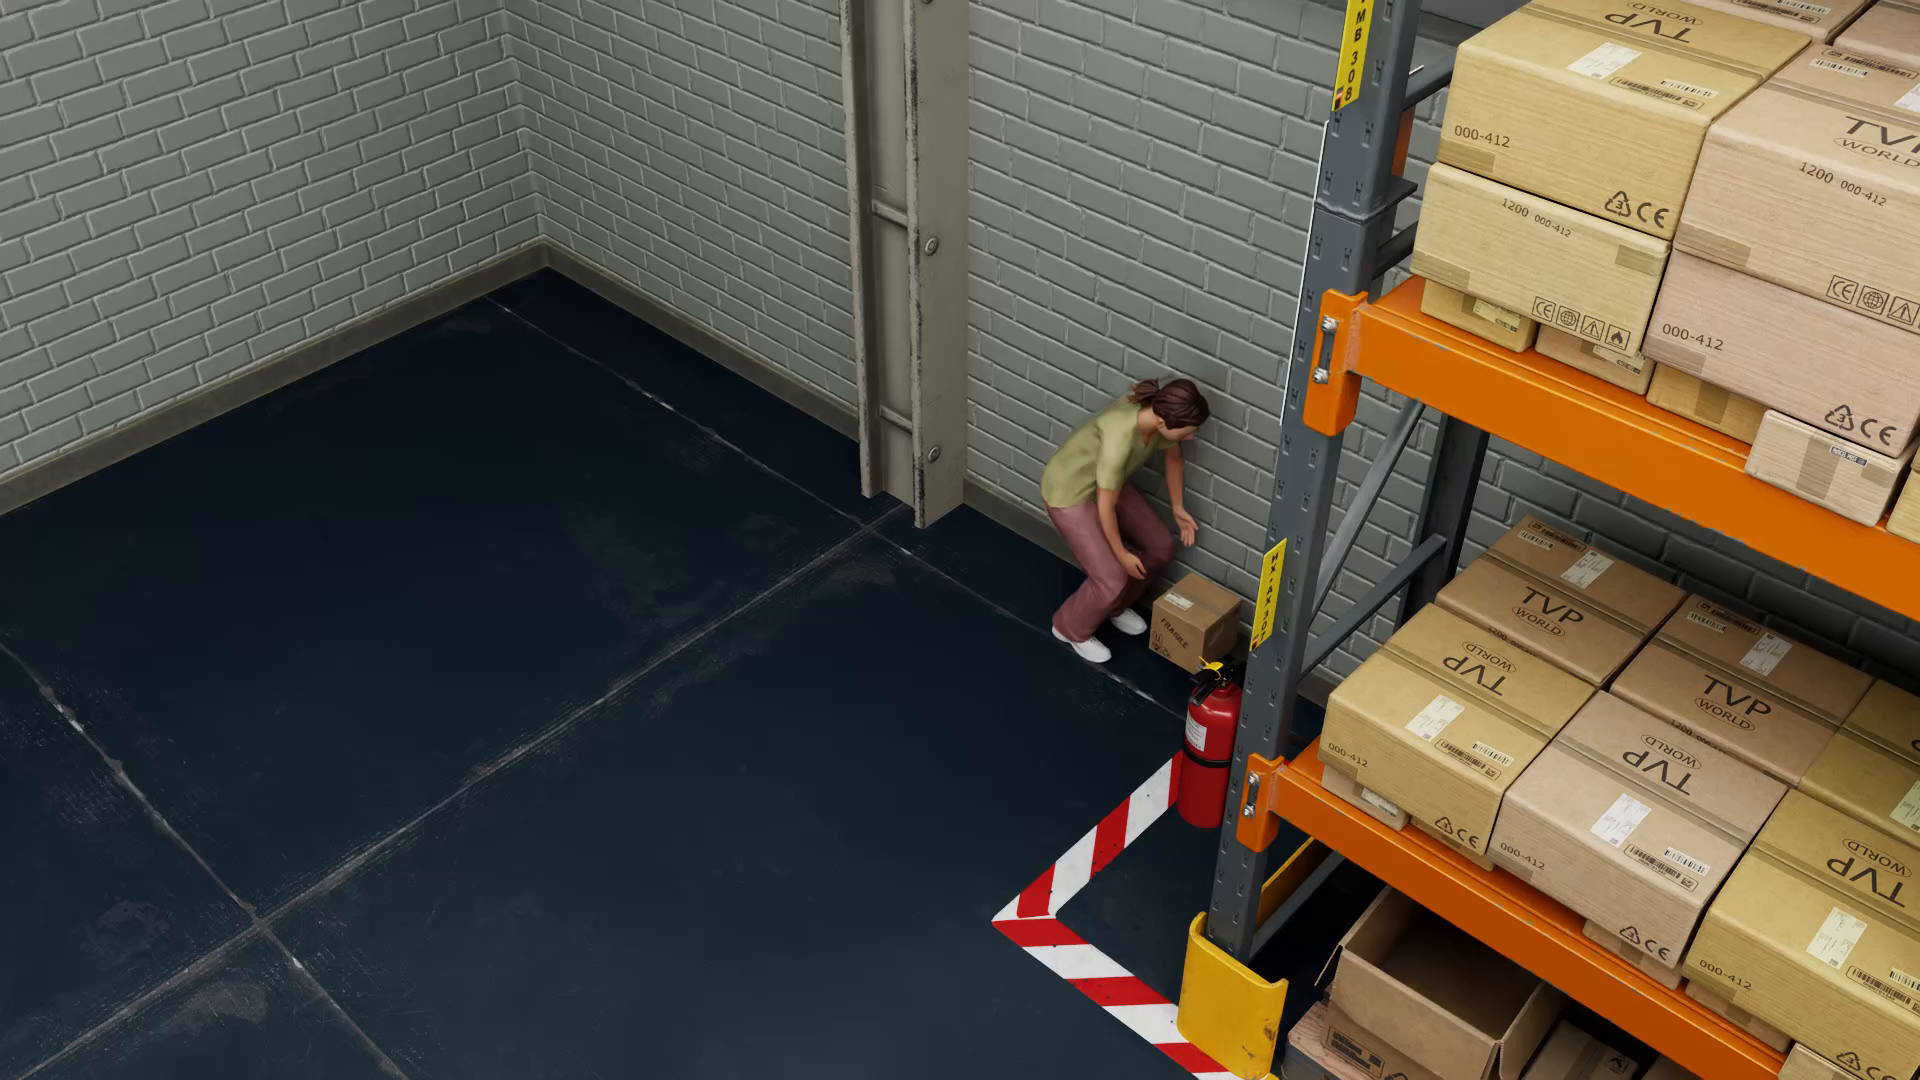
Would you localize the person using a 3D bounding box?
[{"bbox_3d":[0.647,-0.132,6.567,0.651,1.363,0.511,30,48,31],"label":"person"}]
